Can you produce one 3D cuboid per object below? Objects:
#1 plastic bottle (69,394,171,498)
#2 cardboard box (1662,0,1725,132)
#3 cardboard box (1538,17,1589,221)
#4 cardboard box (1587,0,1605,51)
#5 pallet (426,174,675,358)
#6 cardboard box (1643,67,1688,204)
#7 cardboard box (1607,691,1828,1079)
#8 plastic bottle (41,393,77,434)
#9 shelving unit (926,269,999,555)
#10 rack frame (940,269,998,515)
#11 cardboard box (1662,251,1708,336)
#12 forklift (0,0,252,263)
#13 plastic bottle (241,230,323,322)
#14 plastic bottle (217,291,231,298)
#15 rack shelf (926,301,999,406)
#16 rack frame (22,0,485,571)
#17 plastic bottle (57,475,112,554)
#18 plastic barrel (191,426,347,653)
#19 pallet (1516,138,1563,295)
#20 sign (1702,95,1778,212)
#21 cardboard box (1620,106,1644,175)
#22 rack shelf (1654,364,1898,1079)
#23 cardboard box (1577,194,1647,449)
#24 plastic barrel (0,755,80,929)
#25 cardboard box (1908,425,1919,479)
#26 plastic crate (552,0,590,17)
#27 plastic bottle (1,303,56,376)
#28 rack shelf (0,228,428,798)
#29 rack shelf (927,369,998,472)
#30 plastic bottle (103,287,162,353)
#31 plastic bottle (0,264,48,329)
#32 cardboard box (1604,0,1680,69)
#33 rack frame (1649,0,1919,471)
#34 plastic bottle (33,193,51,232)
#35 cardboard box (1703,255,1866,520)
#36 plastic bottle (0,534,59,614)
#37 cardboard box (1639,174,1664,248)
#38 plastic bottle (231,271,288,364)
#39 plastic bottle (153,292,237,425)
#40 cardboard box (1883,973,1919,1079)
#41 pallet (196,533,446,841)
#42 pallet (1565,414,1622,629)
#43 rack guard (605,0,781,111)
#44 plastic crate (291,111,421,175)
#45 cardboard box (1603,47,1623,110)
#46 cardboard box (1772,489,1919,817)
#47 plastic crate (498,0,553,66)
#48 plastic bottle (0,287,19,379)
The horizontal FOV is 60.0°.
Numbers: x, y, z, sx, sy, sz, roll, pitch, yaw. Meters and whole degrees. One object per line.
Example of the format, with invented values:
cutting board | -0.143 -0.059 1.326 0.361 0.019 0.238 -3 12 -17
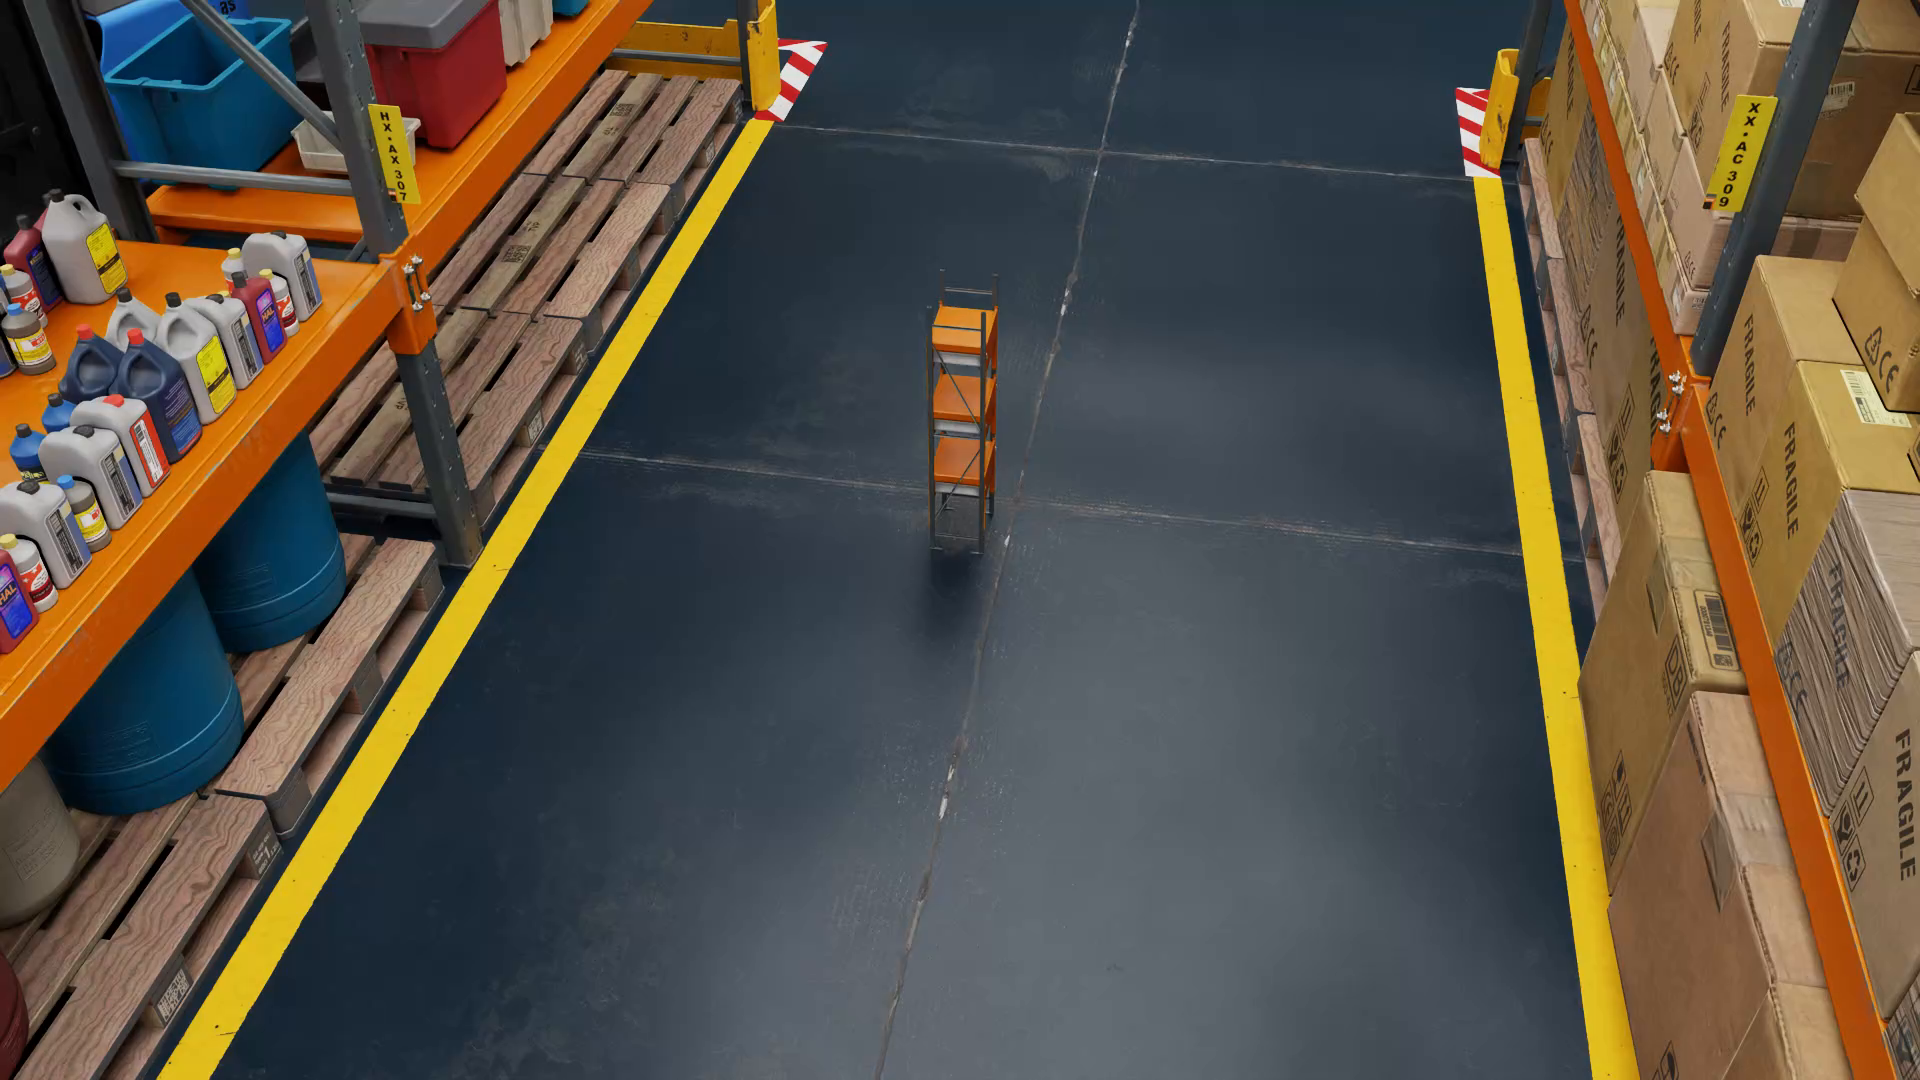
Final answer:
plastic bottle | -2.178 -0.261 4.309 0.152 0.276 0.135 6 40 8
cardboard box | 2.508 -1.569 5.090 0.500 0.500 0.500 7 40 8
cardboard box | 3.261 -2.034 7.694 0.875 0.875 0.875 6 40 8
cardboard box | 2.686 -2.011 6.526 0.380 0.149 0.250 6 40 7
pallet | -1.980 -1.296 7.652 1.003 0.211 1.213 6 40 8
cardboard box | 2.506 -1.279 5.328 0.500 0.250 0.500 8 40 9
cardboard box | 2.356 1.030 3.988 1.225 0.875 0.875 5 40 6
plastic bottle | -2.304 -0.261 4.313 0.097 0.271 0.097 0 40 0
shelving unit | 0.009 -0.438 5.956 0.215 1.050 0.252 6 40 8
rack frame | 0.030 -0.515 6.049 0.200 1.050 0.008 6 40 8
cardboard box | 2.331 -0.722 4.966 0.380 0.149 0.250 7 40 8
forklift | -4.591 -2.376 6.824 1.130 2.935 3.031 21 44 23
plastic bottle | -2.027 -0.807 4.969 0.152 0.276 0.135 6 40 8
plastic bottle | -2.104 -0.625 4.808 0.097 0.201 0.097 0 40 0
rack shelf | 0.009 -0.649 5.782 0.215 0.259 0.240 6 40 8
rack frame | -2.278 -1.138 5.272 1.000 3.000 0.127 6 40 8
plastic bottle | -2.194 -0.072 4.139 0.097 0.201 0.097 0 40 0
plastic barrel | -2.389 -0.151 5.396 0.600 0.901 0.708 6 40 8
pallet | 3.231 -1.517 7.919 1.003 0.211 1.213 6 40 8
sign | 2.054 -1.016 4.383 0.100 0.325 0.005 6 40 8
cardboard box | 2.508 -1.368 5.748 0.380 0.149 0.250 7 40 9
rack shelf | 2.254 0.941 3.322 1.077 0.370 4.000 6 40 8
cardboard box | 2.949 -0.905 6.328 0.875 0.875 0.875 6 40 8
plastic barrel | -2.697 0.788 4.566 0.421 0.512 0.421 0 40 0
cardboard box | 2.368 -0.185 3.254 0.797 0.503 0.637 7 40 8
plastic crate | -1.688 -2.289 6.749 0.416 0.233 0.300 6 40 8
plastic bottle | -2.670 -0.581 4.754 0.097 0.201 0.097 0 40 0
rack shelf | -2.624 0.395 3.983 1.077 0.370 4.000 6 40 8
rack shelf | 0.009 -0.430 5.963 0.215 0.259 0.240 6 40 8
plastic bottle | -2.256 -0.521 4.565 0.144 0.351 0.185 6 40 8
plastic bottle | -2.786 -0.720 4.922 0.097 0.201 0.097 0 40 0
cardboard box | 2.685 -1.917 6.099 0.500 0.250 0.500 6 40 7
rack frame | 2.601 -0.591 4.611 1.000 3.000 0.127 6 40 8
plastic bottle | -2.761 -0.909 5.088 0.061 0.283 0.133 6 40 8
cardboard box | 2.275 -0.369 4.264 0.500 0.500 0.500 7 40 8
plastic bottle | -2.235 0.074 3.963 0.097 0.201 0.097 0 40 0
cardboard box | 2.420 -1.045 5.357 0.380 0.149 0.250 6 40 7
plastic bottle | -2.023 -0.659 4.785 0.061 0.283 0.133 6 40 8
plastic bottle | -2.114 -0.506 4.546 0.144 0.351 0.185 6 40 8
cardboard box | 1.928 0.905 2.723 0.500 0.500 0.500 5 40 6
pallet | -2.452 0.417 5.580 1.003 0.211 1.213 6 40 8
pallet | 2.809 0.015 6.067 1.003 0.211 1.213 6 40 8
rack guard | -1.594 -2.701 9.125 1.175 0.500 0.348 6 40 8
plastic crate | -2.056 -1.335 5.671 0.396 0.136 0.243 6 40 8
cardboard box | 2.598 -1.688 6.135 0.380 0.149 0.250 7 40 8
cardboard box | 2.102 0.261 3.502 0.500 0.500 0.500 6 40 7
plastic crate | -1.832 -2.053 6.425 0.437 0.282 0.530 6 40 8
plastic bottle | -2.796 -0.612 4.733 0.152 0.276 0.135 6 40 8
